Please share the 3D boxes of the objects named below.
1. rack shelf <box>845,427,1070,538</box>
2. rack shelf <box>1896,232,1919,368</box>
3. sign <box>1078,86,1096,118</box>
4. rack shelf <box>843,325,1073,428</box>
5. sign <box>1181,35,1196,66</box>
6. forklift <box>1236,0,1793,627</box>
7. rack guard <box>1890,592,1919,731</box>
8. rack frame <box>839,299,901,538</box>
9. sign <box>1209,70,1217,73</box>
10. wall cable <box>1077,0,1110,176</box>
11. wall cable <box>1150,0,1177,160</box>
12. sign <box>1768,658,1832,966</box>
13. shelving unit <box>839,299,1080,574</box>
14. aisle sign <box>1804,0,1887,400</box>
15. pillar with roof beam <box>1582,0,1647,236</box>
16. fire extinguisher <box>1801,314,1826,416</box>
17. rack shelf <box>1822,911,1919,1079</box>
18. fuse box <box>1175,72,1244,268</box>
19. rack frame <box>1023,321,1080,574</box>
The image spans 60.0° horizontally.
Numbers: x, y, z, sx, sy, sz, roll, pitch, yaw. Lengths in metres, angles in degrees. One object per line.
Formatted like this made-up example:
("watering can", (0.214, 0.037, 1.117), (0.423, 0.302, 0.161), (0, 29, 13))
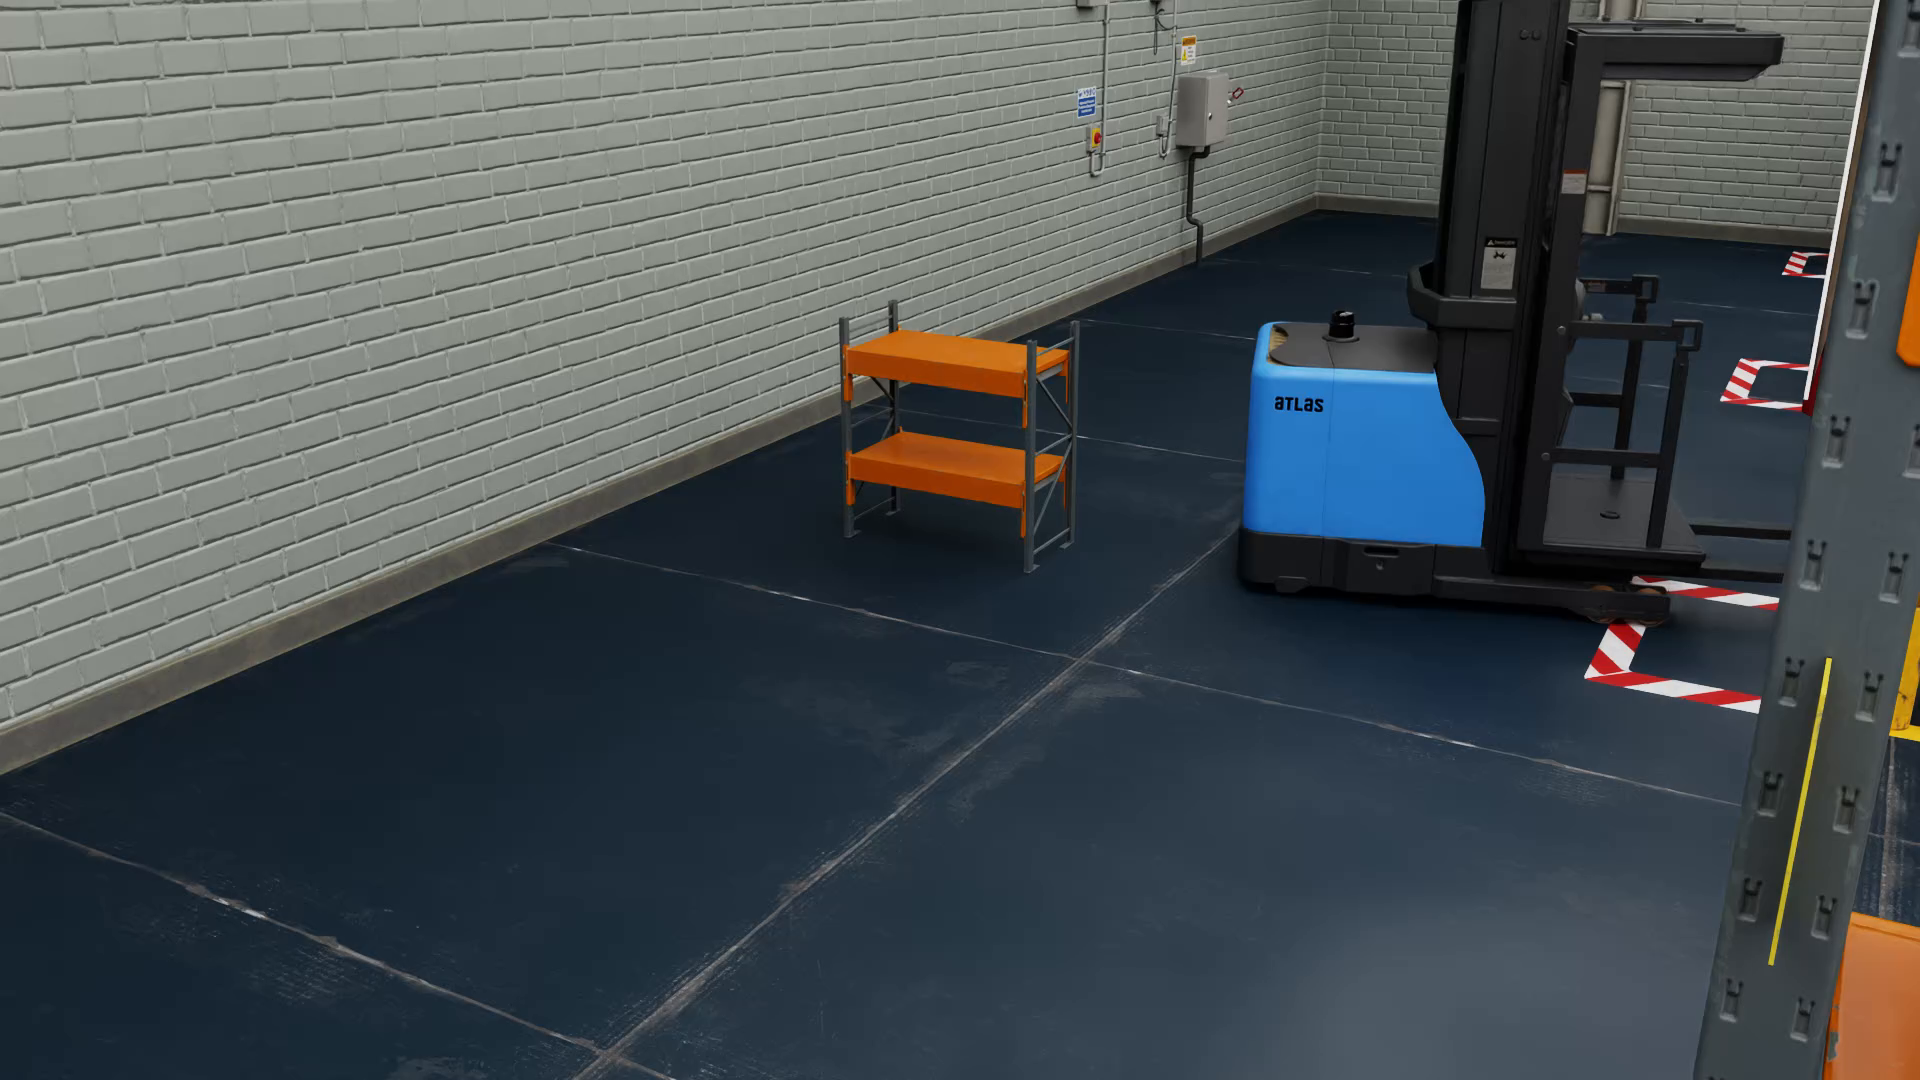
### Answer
("rack shelf", (-0.006, -0.300, 8.260), (1.000, 0.278, 0.538), (11, 23, 27))
("rack shelf", (2.918, -0.167, 1.084), (4.000, 0.370, 1.077), (11, 23, 27))
("sign", (0.994, -3.432, 13.031), (0.001, 0.218, 0.327), (11, 23, 27))
("rack shelf", (-0.006, -0.805, 8.077), (1.000, 0.278, 0.538), (11, 23, 27))
("sign", (2.015, -4.316, 14.654), (0.001, 0.242, 0.339), (11, 23, 27))
("forklift", (2.854, -1.193, 7.355), (3.031, 2.935, 1.130), (4, 20, 11))
("rack guard", (3.746, 0.300, 6.805), (0.348, 0.500, 1.175), (11, 23, 27))
("rack frame", (-0.450, -0.614, 8.409), (0.032, 1.125, 0.500), (11, 23, 27))
("sign", (2.283, -4.047, 15.262), (0.001, 0.494, 0.329), (11, 23, 27))
("wall cable", (1.071, -3.801, 12.910), (0.123, 1.953, 0.585), (11, 23, 27))
("wall cable", (1.753, -4.211, 14.084), (0.122, 1.984, 0.588), (11, 23, 27))
("sign", (0.897, 0.292, 1.775), (0.005, 0.325, 0.100), (11, 23, 27))
("shelving unit", (-0.006, -0.530, 8.176), (1.048, 1.125, 0.538), (11, 23, 27))
("aisle sign", (0.963, -0.573, 1.733), (0.004, 0.787, 0.394), (11, 23, 27))
("pillar with roof beam", (4.409, -6.112, 12.018), (0.400, 9.000, 9.100), (11, 23, 27))
("fire extinguisher", (3.685, -0.855, 6.985), (0.183, 0.674, 0.296), (11, 23, 27))
("rack shelf", (2.918, 1.243, 1.595), (4.000, 0.370, 1.077), (11, 23, 27))
("fuse box", (2.223, -3.304, 14.965), (0.414, 1.711, 0.539), (11, 23, 27))
("rack frame", (0.438, -0.445, 7.943), (0.032, 1.125, 0.500), (11, 23, 27))
